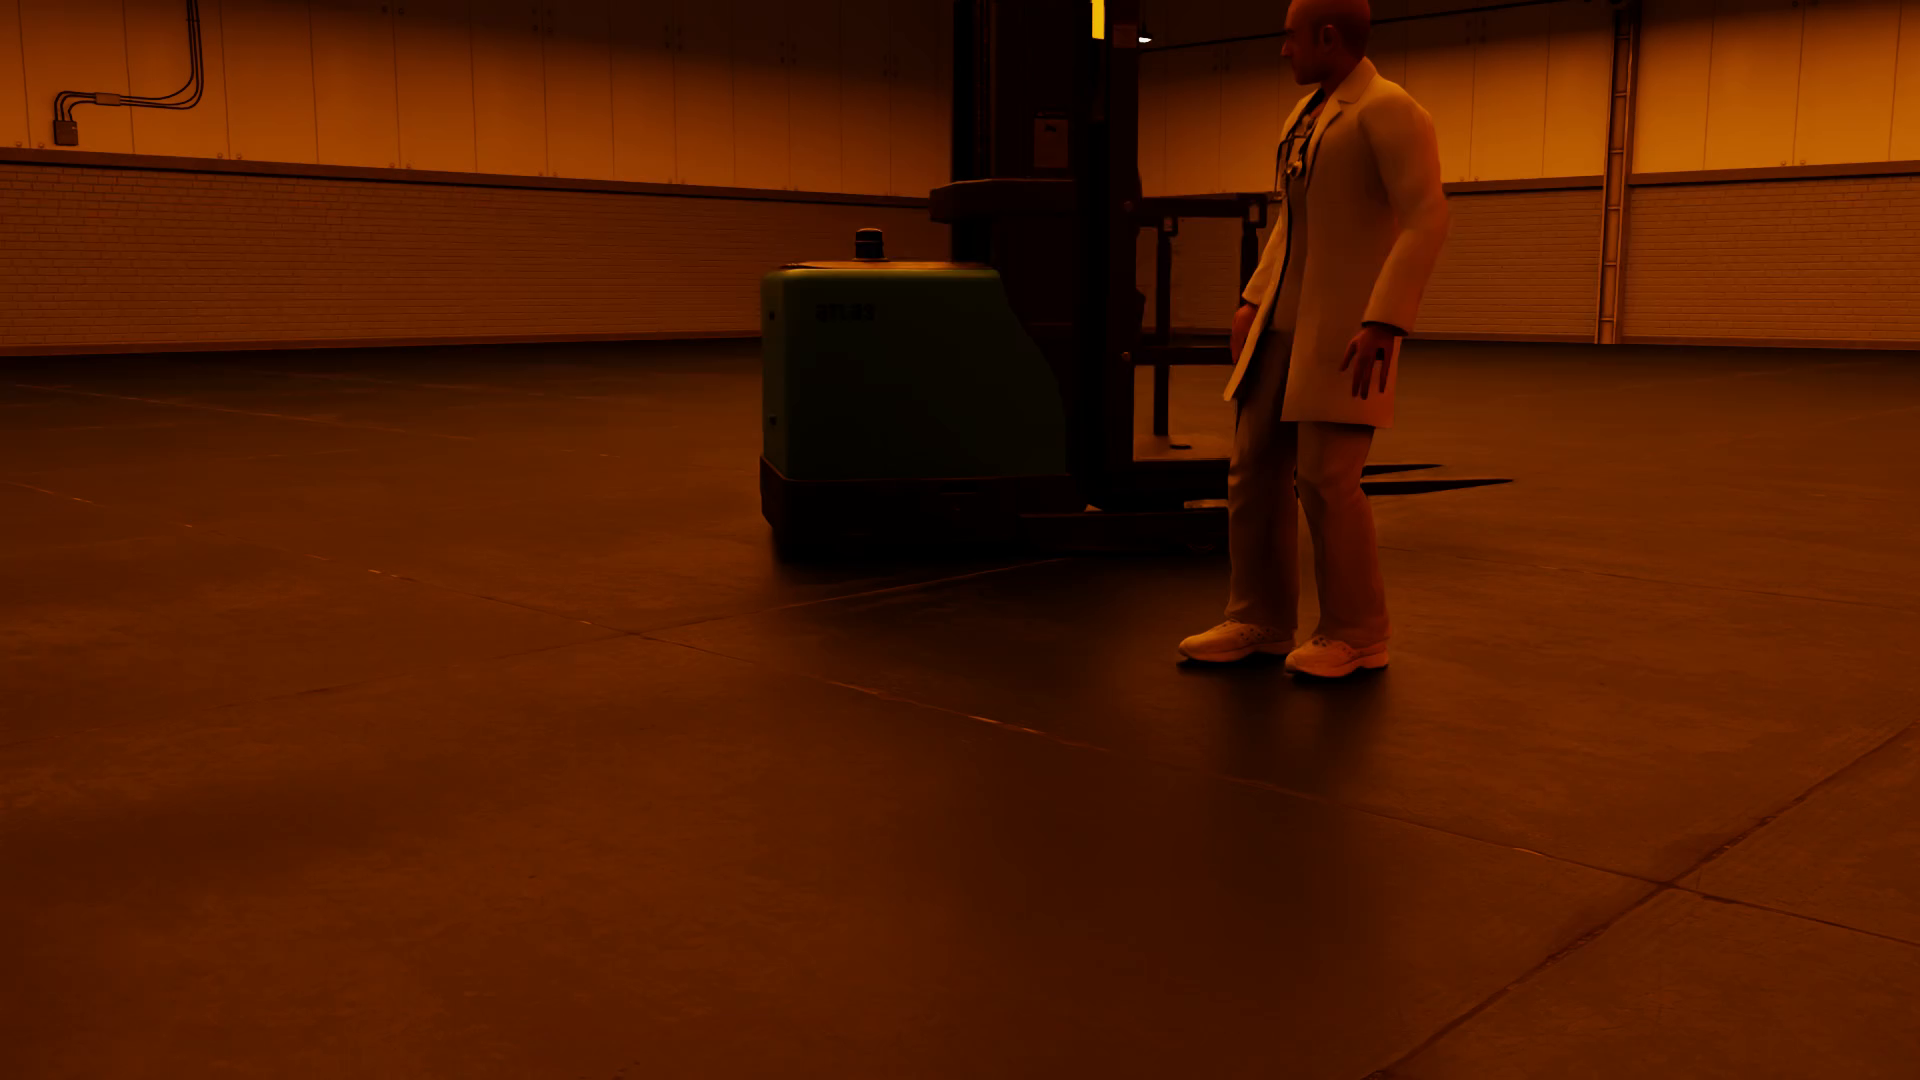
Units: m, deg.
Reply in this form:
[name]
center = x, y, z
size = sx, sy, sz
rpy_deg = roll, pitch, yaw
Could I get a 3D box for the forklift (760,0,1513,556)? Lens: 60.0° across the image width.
[forklift]
center = 0.735, -1.477, 6.682
size = 3.031, 2.935, 1.130
rpy_deg = -2, 9, -12

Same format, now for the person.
[person]
center = 0.890, -0.530, 4.315
size = 0.517, 1.764, 0.763
rpy_deg = -4, 9, -23
